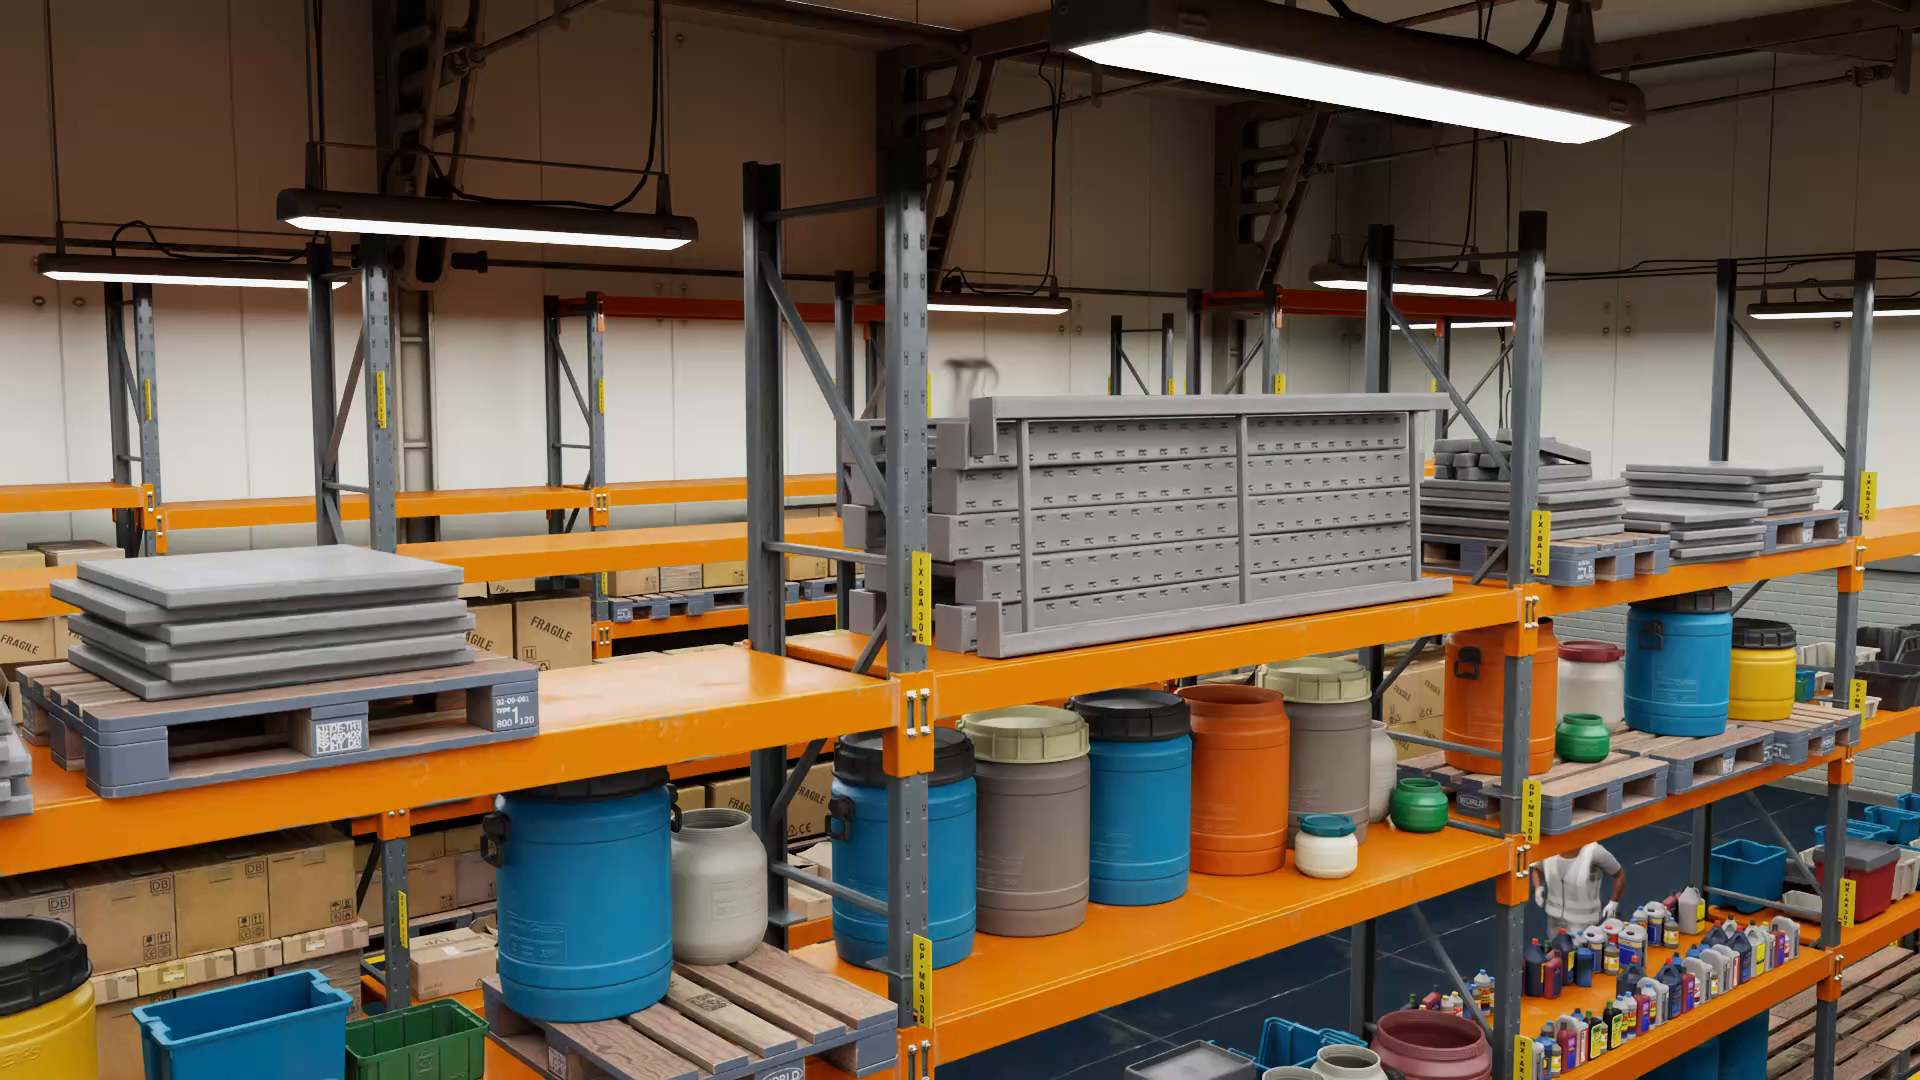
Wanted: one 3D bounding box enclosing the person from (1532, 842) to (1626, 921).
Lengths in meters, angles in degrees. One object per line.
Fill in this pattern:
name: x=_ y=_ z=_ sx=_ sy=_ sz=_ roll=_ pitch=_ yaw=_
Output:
person: x=4.885 y=3.025 z=13.260 sx=1.029 sy=1.735 sz=0.708 roll=-5 pitch=7 yaw=-40
